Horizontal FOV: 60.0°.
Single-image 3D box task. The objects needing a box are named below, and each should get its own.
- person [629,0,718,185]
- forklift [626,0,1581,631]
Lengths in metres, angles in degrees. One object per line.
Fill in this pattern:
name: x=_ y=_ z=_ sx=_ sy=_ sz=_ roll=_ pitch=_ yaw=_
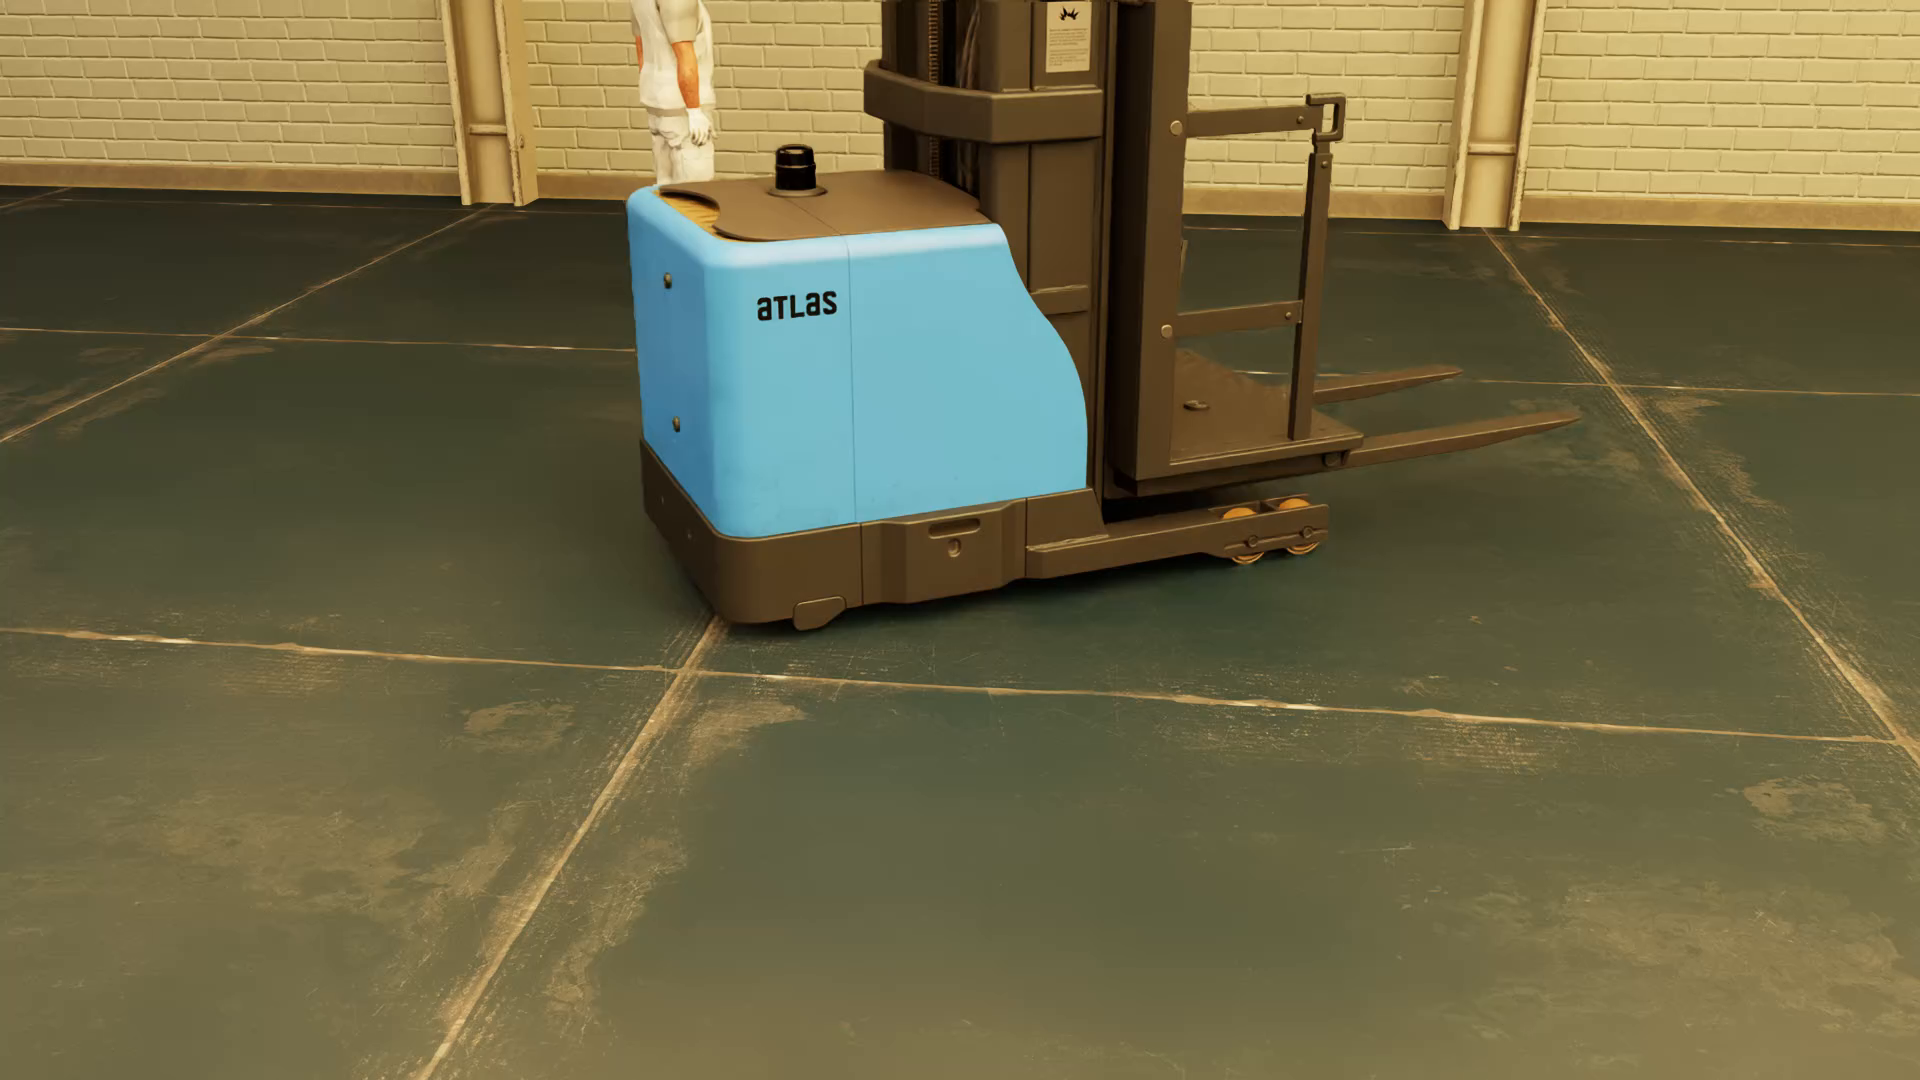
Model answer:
person: x=-1.282 y=-1.982 z=7.703 sx=0.359 sy=1.796 sz=0.530 roll=-13 pitch=26 yaw=-30
forklift: x=0.573 y=-1.459 z=4.877 sx=3.031 sy=2.935 sz=1.130 roll=-9 pitch=24 yaw=-21
